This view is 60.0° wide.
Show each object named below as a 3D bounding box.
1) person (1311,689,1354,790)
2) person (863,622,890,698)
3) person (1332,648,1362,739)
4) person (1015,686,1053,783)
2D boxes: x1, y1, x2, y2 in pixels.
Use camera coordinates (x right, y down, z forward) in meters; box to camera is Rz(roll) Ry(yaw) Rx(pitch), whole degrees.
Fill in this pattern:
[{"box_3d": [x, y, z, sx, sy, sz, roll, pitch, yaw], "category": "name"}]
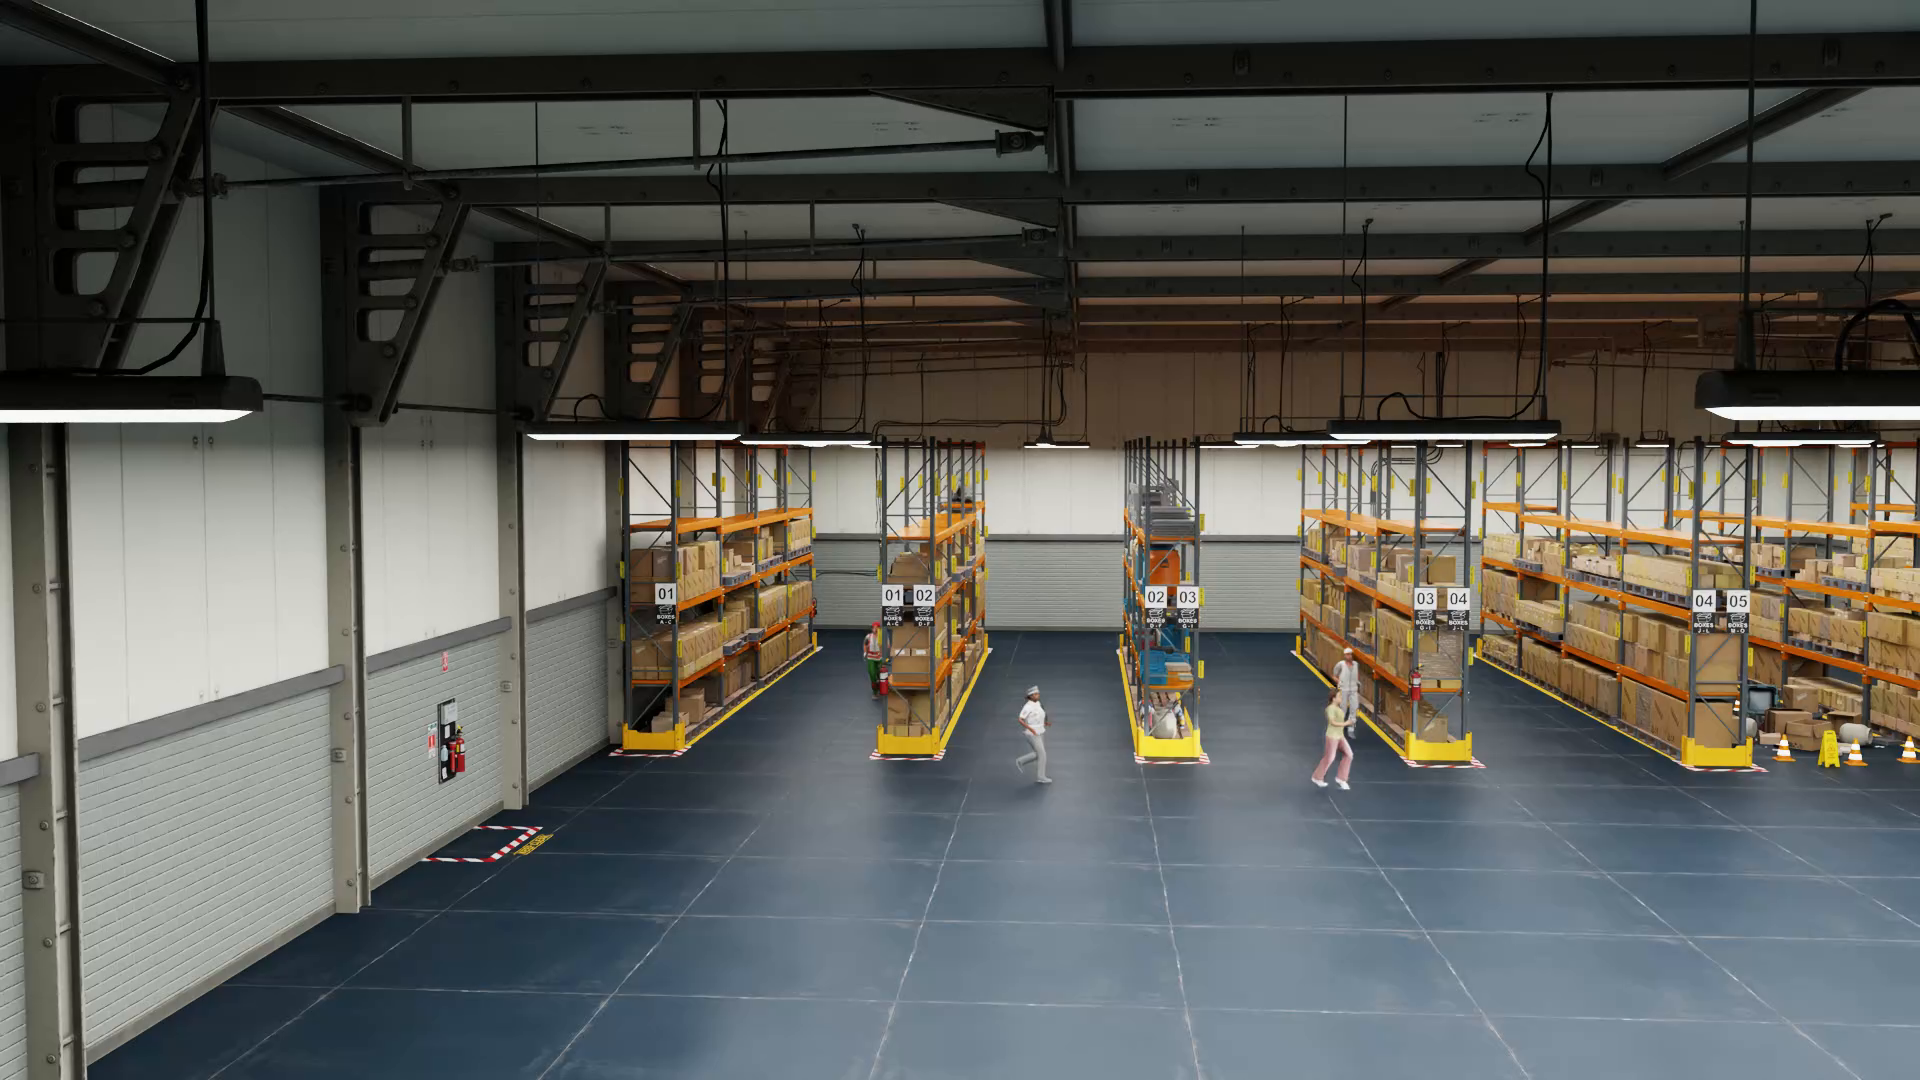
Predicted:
[{"box_3d": [6.309, 3.381, 28.113, 0.728, 1.728, 0.597, 2, 3, 29], "category": "person"}, {"box_3d": [-1.946, 2.776, 38.658, 0.657, 1.755, 0.760, 0, 3, 5], "category": "person"}, {"box_3d": [7.798, 3.049, 33.475, 0.628, 1.789, 0.941, 0, 3, -4], "category": "person"}, {"box_3d": [1.265, 3.348, 28.776, 0.750, 1.663, 0.586, 2, 3, 29], "category": "person"}]
